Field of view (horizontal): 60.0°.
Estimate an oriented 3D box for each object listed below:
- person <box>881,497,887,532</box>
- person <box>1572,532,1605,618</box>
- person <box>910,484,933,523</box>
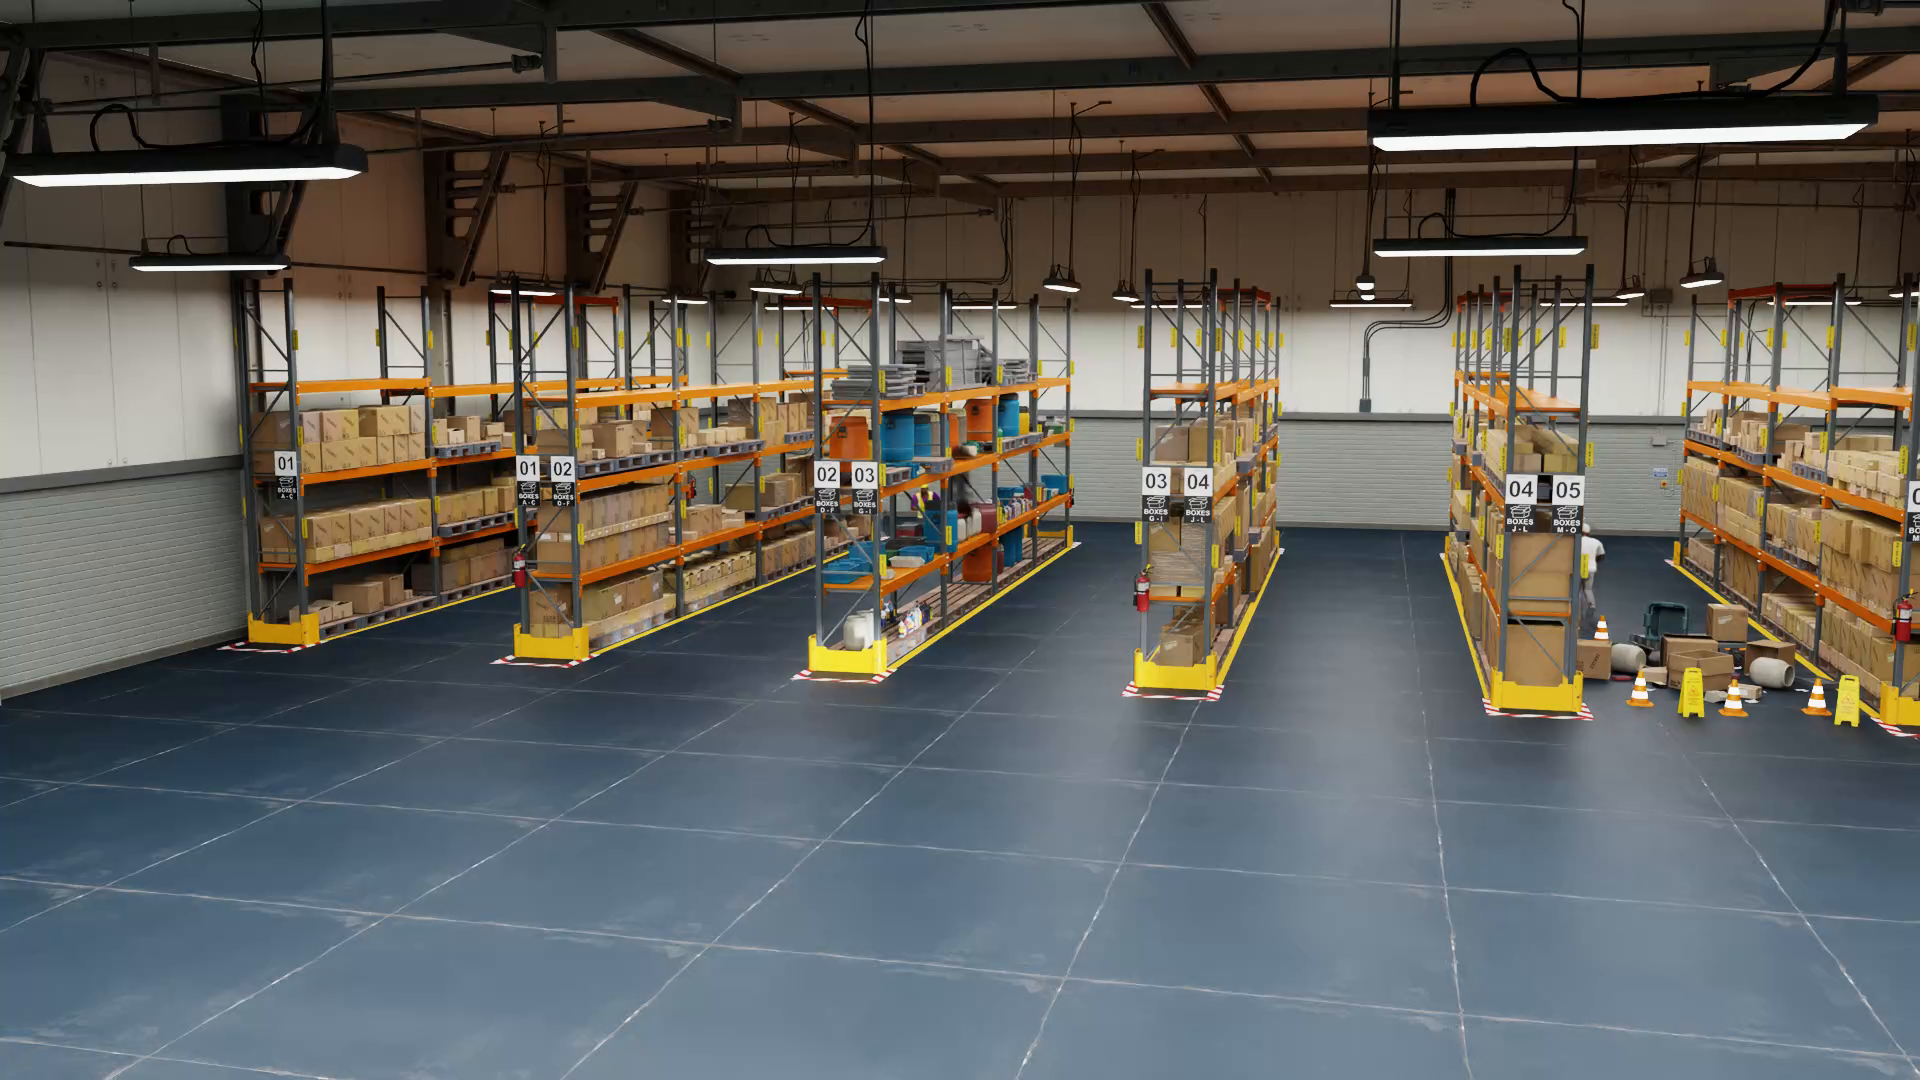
[{"bbox_3d":[-2.190,-0.995,42.863,0.598,1.589,0.610,3,7,24],"label":"person"},{"bbox_3d":[11.263,0.593,29.917,0.699,1.678,0.794,1,7,6],"label":"person"},{"bbox_3d":[-0.788,-0.513,38.875,0.730,1.734,0.976,1,7,5],"label":"person"}]
